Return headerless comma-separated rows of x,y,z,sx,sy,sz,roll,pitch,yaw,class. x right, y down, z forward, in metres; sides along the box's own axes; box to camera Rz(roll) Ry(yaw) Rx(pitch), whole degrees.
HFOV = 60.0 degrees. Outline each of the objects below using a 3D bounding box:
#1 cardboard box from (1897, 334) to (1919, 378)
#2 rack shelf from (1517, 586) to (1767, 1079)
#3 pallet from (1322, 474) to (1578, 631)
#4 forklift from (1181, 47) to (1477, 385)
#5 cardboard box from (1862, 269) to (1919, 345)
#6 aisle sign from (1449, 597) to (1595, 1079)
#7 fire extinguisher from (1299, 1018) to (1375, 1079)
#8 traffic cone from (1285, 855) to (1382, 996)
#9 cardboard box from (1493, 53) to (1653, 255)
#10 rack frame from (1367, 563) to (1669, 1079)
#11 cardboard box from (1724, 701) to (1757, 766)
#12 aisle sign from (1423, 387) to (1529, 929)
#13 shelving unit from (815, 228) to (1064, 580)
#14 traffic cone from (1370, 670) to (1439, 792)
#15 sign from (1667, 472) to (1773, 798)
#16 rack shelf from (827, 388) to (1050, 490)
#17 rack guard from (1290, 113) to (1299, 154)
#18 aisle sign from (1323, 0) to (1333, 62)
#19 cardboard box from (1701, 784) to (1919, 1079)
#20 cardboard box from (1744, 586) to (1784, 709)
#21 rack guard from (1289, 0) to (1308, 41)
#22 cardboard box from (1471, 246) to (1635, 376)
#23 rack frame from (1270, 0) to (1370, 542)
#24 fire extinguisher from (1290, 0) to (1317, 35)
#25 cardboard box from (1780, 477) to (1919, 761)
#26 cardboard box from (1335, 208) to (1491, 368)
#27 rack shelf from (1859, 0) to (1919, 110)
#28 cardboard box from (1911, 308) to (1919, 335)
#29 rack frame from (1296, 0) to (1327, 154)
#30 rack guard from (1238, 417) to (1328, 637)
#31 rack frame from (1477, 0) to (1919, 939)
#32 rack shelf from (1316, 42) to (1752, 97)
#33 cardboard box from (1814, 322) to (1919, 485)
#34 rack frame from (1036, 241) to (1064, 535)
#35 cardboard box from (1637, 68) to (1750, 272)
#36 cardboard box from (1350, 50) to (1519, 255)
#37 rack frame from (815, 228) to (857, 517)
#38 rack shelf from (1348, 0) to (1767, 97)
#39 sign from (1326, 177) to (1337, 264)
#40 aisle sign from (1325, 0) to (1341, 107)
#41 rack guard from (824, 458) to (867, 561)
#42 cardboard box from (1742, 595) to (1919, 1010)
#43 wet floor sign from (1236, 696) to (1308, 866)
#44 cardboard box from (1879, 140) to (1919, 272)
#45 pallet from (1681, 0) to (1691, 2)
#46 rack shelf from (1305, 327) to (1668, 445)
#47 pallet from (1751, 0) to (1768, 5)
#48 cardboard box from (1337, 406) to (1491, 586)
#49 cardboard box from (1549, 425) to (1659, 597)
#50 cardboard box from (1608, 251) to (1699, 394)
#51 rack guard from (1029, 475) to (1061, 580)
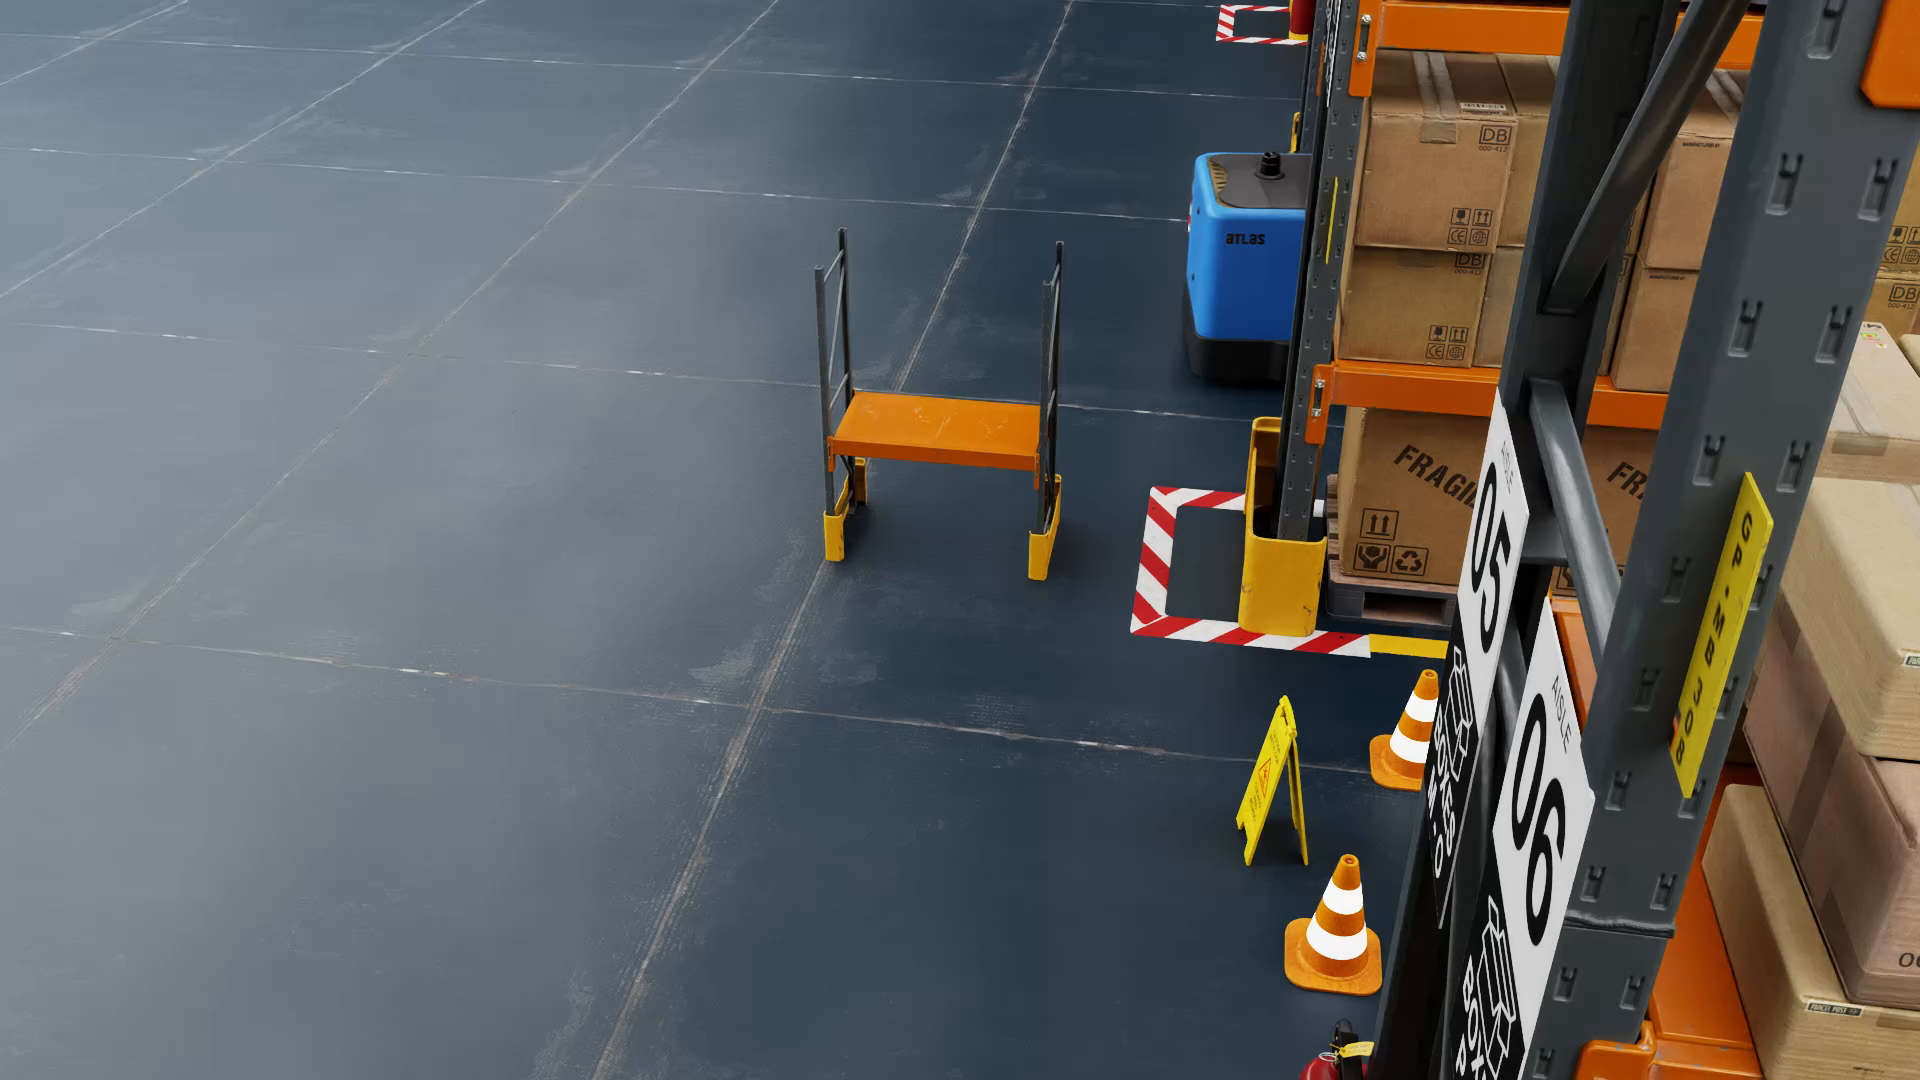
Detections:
1.457,-0.130,2.288,0.250,0.149,0.380,6,32,9,cardboard box
2.798,0.667,2.209,4.000,0.370,1.077,5,32,8,rack shelf
2.361,0.069,7.941,1.213,0.211,1.003,5,32,8,pallet
2.882,-2.362,9.261,3.031,2.935,1.130,1,32,2,forklift
3.539,-1.019,6.909,0.500,0.550,0.875,5,32,8,cardboard box
0.713,0.509,2.159,0.004,0.787,0.394,5,32,8,aisle sign
0.791,1.236,3.521,0.183,0.674,0.296,5,32,8,fire extinguisher
1.319,1.283,5.765,0.334,0.463,0.336,5,32,8,traffic cone
2.477,-1.610,6.837,0.550,0.550,0.875,5,32,8,cardboard box
0.827,1.455,3.099,0.127,3.000,1.000,5,32,8,rack frame
1.225,0.175,2.553,0.250,0.149,0.380,5,32,8,cardboard box
0.814,0.195,2.661,0.004,0.787,0.394,5,32,8,aisle sign
-0.075,-0.643,7.863,1.083,1.500,0.587,5,32,8,shelving unit
1.844,0.722,6.660,0.334,0.463,0.336,5,32,8,traffic cone
0.735,0.096,1.618,0.005,0.325,0.100,5,32,8,sign
-0.084,-0.491,7.960,1.000,0.185,0.538,5,32,8,rack shelf
2.569,-2.662,12.032,0.348,0.500,1.175,5,32,8,rack guard
1.540,-2.409,6.821,0.004,0.787,0.394,5,32,8,aisle sign
1.099,0.489,2.051,0.250,0.149,0.380,5,32,8,cardboard box
1.376,0.025,2.416,0.500,0.250,0.500,5,32,8,cardboard box
3.410,-5.277,16.210,0.348,0.500,1.175,5,32,8,rack guard
2.479,-1.160,7.134,0.550,0.550,0.875,5,32,8,cardboard box
1.560,-1.143,7.250,0.127,3.000,1.000,5,32,8,rack frame
2.458,-3.947,11.801,0.183,0.674,0.296,5,32,8,fire extinguisher
1.143,0.090,1.937,0.250,0.149,0.380,5,32,8,cardboard box
1.933,-1.198,7.195,0.550,0.550,0.875,5,32,8,cardboard box
2.798,-0.604,1.414,4.000,0.370,1.077,5,32,8,rack shelf
4.079,-1.024,6.917,0.550,0.550,0.875,5,32,8,cardboard box
2.494,-3.728,11.379,0.127,3.000,1.000,5,32,8,rack frame
1.536,-0.086,7.916,0.348,0.500,1.175,5,32,8,rack guard
0.827,-1.088,1.507,0.127,3.000,1.000,5,32,8,rack frame
4.465,-3.245,11.285,4.000,0.370,1.077,5,32,8,rack shelf
1.210,-0.173,2.357,0.250,0.149,0.380,5,32,9,cardboard box
0.417,-0.598,7.792,0.032,1.500,0.500,5,32,8,rack frame
3.006,-1.489,6.643,0.550,0.550,0.875,5,32,8,cardboard box
1.919,-1.611,6.838,0.550,0.550,0.875,5,32,8,cardboard box
-0.585,-0.689,7.937,0.032,1.500,0.500,5,32,8,rack frame
3.531,-1.931,6.359,4.000,0.370,1.077,5,32,8,rack shelf
1.460,-1.254,6.536,0.005,0.325,0.100,5,32,8,sign
1.439,-2.095,6.319,0.004,0.787,0.394,5,32,8,aisle sign
-0.566,-0.157,8.266,0.087,0.250,0.587,5,32,8,rack guard
1.277,0.305,1.970,0.500,0.250,0.500,5,32,7,cardboard box
1.198,0.888,6.224,0.232,0.644,0.267,0,32,0,wet floor sign
3.550,-1.510,6.676,0.500,0.550,0.875,5,32,8,cardboard box
2.293,-2.317,6.380,1.213,0.211,1.003,5,32,8,pallet
3.531,-0.660,7.155,4.000,0.370,1.077,5,32,8,rack shelf
3.499,-2.209,6.208,1.213,0.211,1.003,5,32,8,pallet
2.239,-0.395,7.660,0.875,0.875,0.875,5,32,8,cardboard box
3.107,-0.317,7.537,0.875,0.875,0.875,5,32,7,cardboard box
3.010,-1.044,6.950,0.550,0.550,0.875,5,32,8,cardboard box
0.416,-0.068,8.124,0.087,0.250,0.587,5,32,8,rack guard
